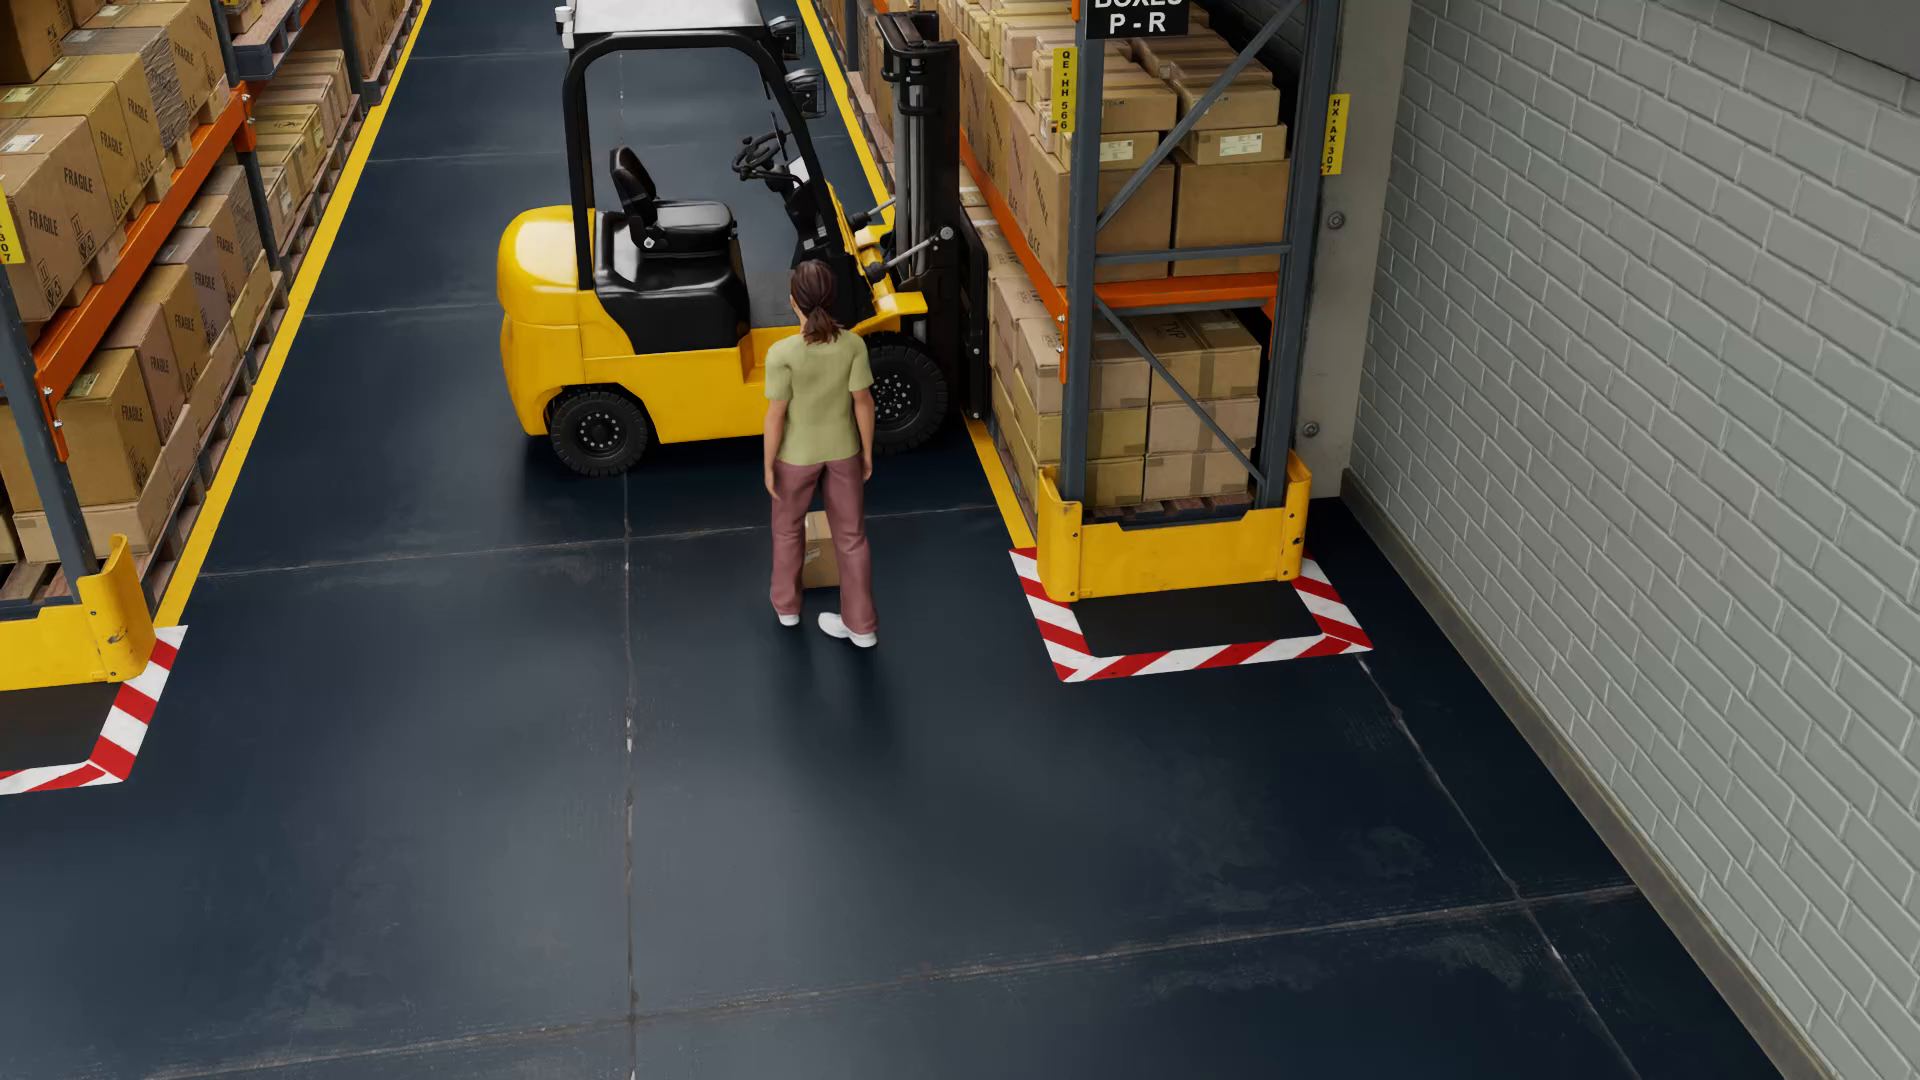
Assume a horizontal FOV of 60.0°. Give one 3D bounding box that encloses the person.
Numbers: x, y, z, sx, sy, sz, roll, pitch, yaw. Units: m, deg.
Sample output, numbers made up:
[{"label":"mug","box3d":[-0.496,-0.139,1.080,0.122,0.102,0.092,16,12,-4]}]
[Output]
[{"label":"person","box3d":[-0.604,-0.367,6.745,0.455,1.673,0.595,-11,33,-18]}]
